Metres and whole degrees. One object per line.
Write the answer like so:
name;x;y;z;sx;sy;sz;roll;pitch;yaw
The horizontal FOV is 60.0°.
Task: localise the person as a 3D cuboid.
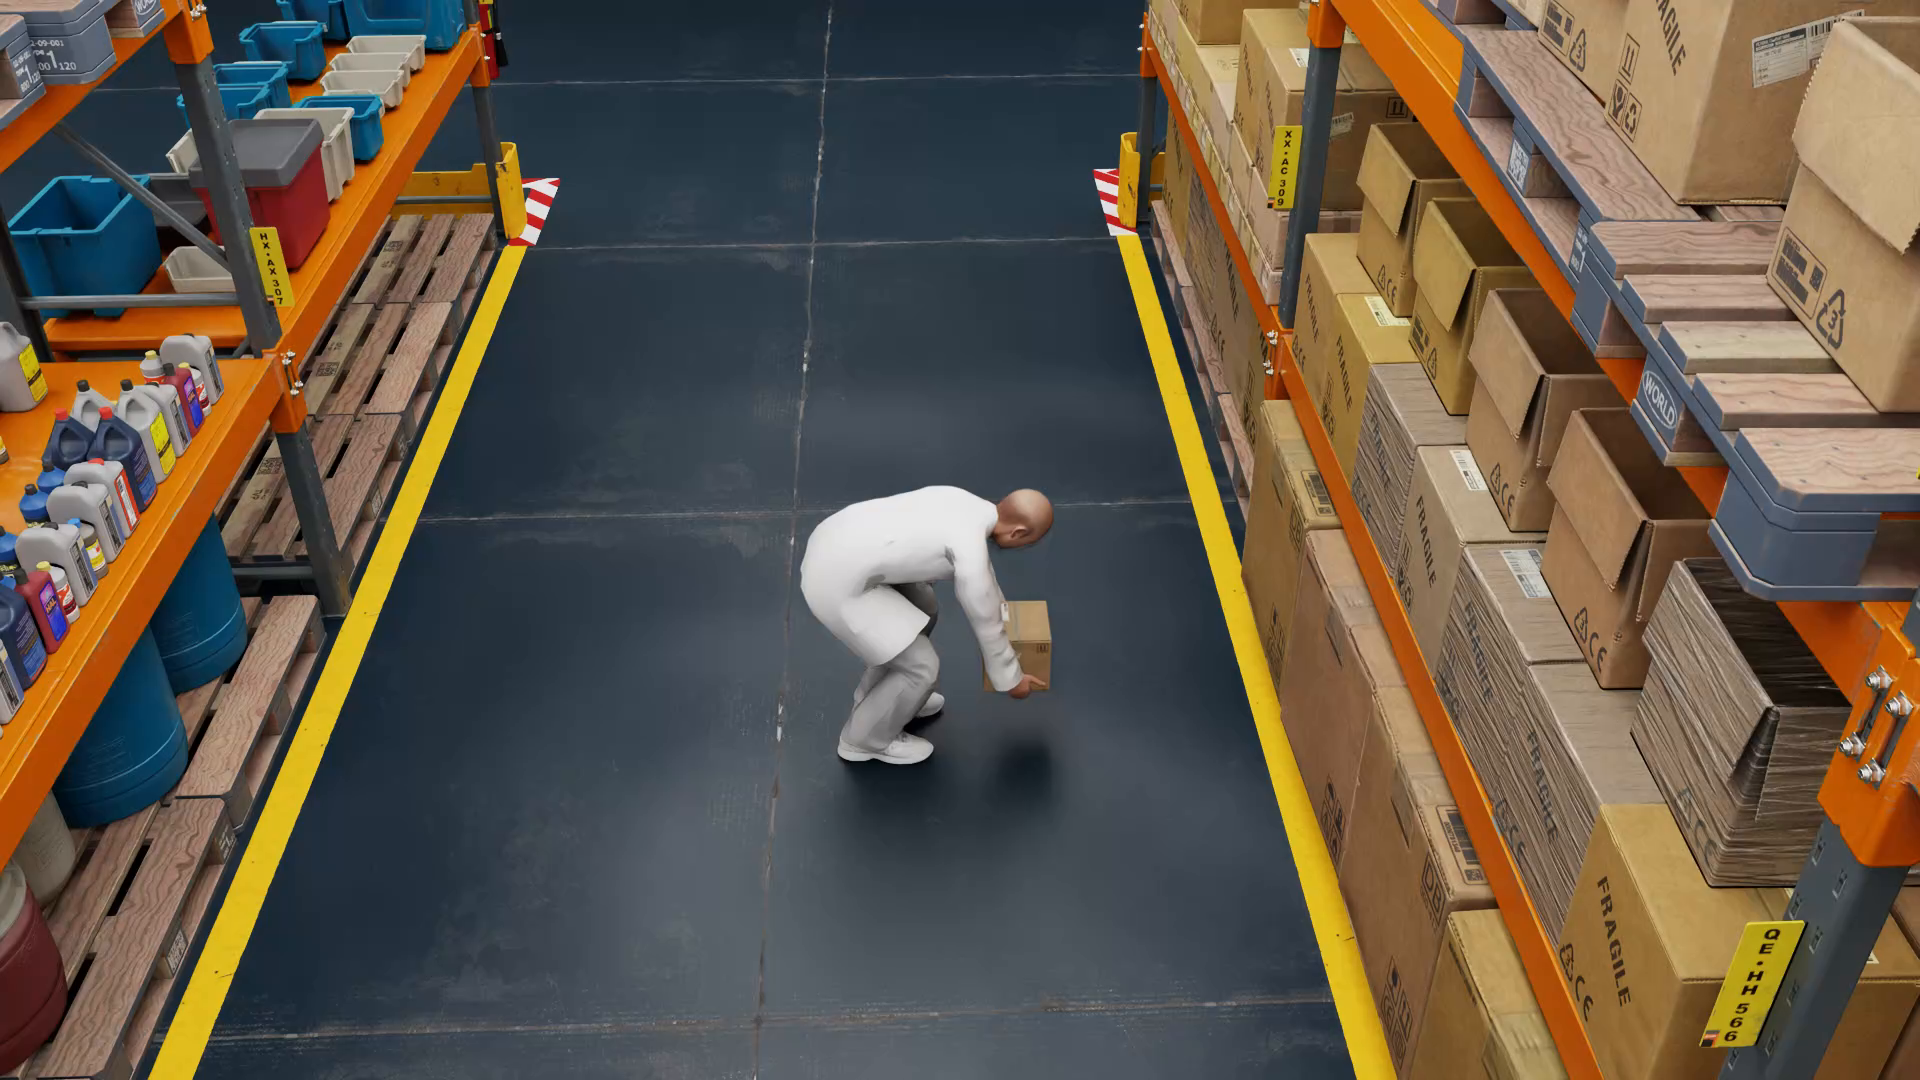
person;-0.121;0.315;6.313;0.941;1.084;0.581;-3;35;-4
